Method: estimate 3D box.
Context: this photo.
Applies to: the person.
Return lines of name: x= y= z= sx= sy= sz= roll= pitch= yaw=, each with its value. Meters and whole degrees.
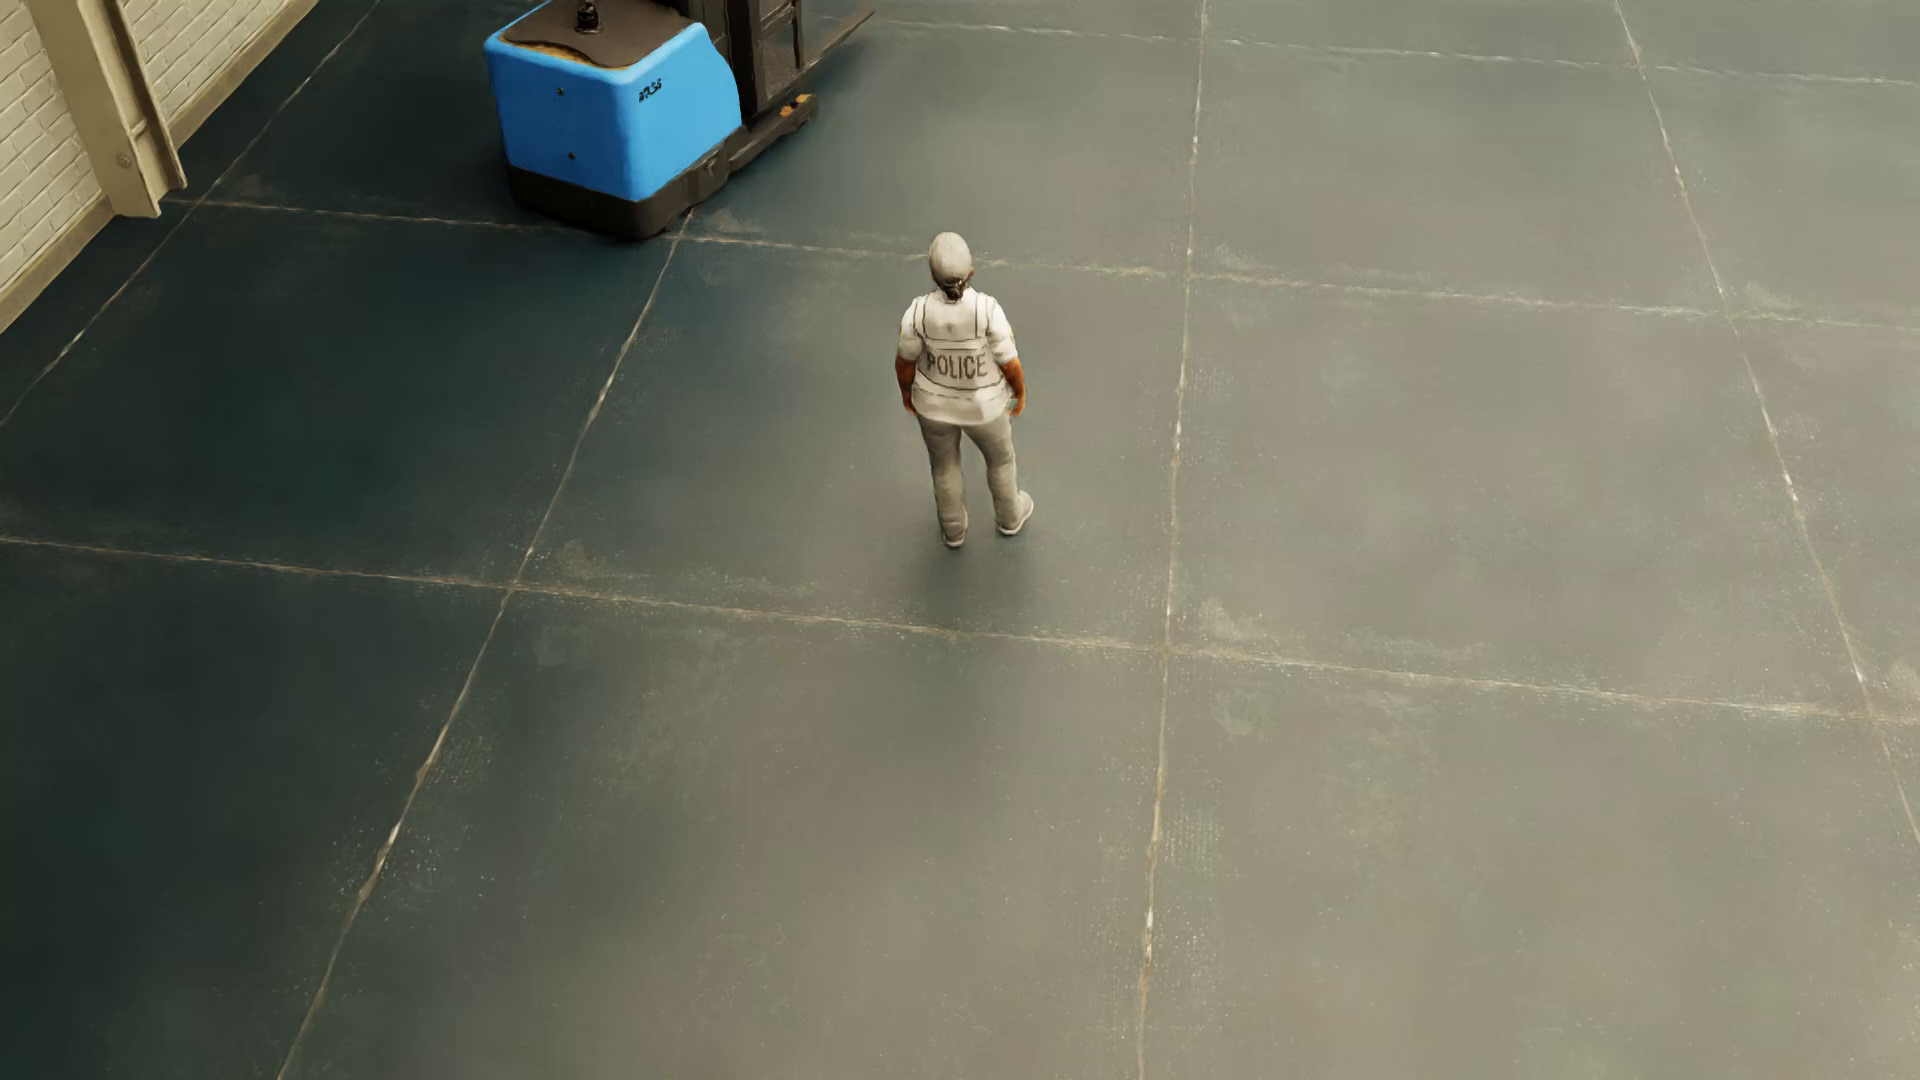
person: x=0.033 y=-0.668 z=7.376 sx=0.598 sy=1.669 sz=0.529 roll=5 pitch=43 yaw=6

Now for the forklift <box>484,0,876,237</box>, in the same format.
forklift: x=-1.583 y=-3.840 z=9.904 sx=1.130 sy=2.935 sz=3.031 roll=19 pitch=46 yaw=20
